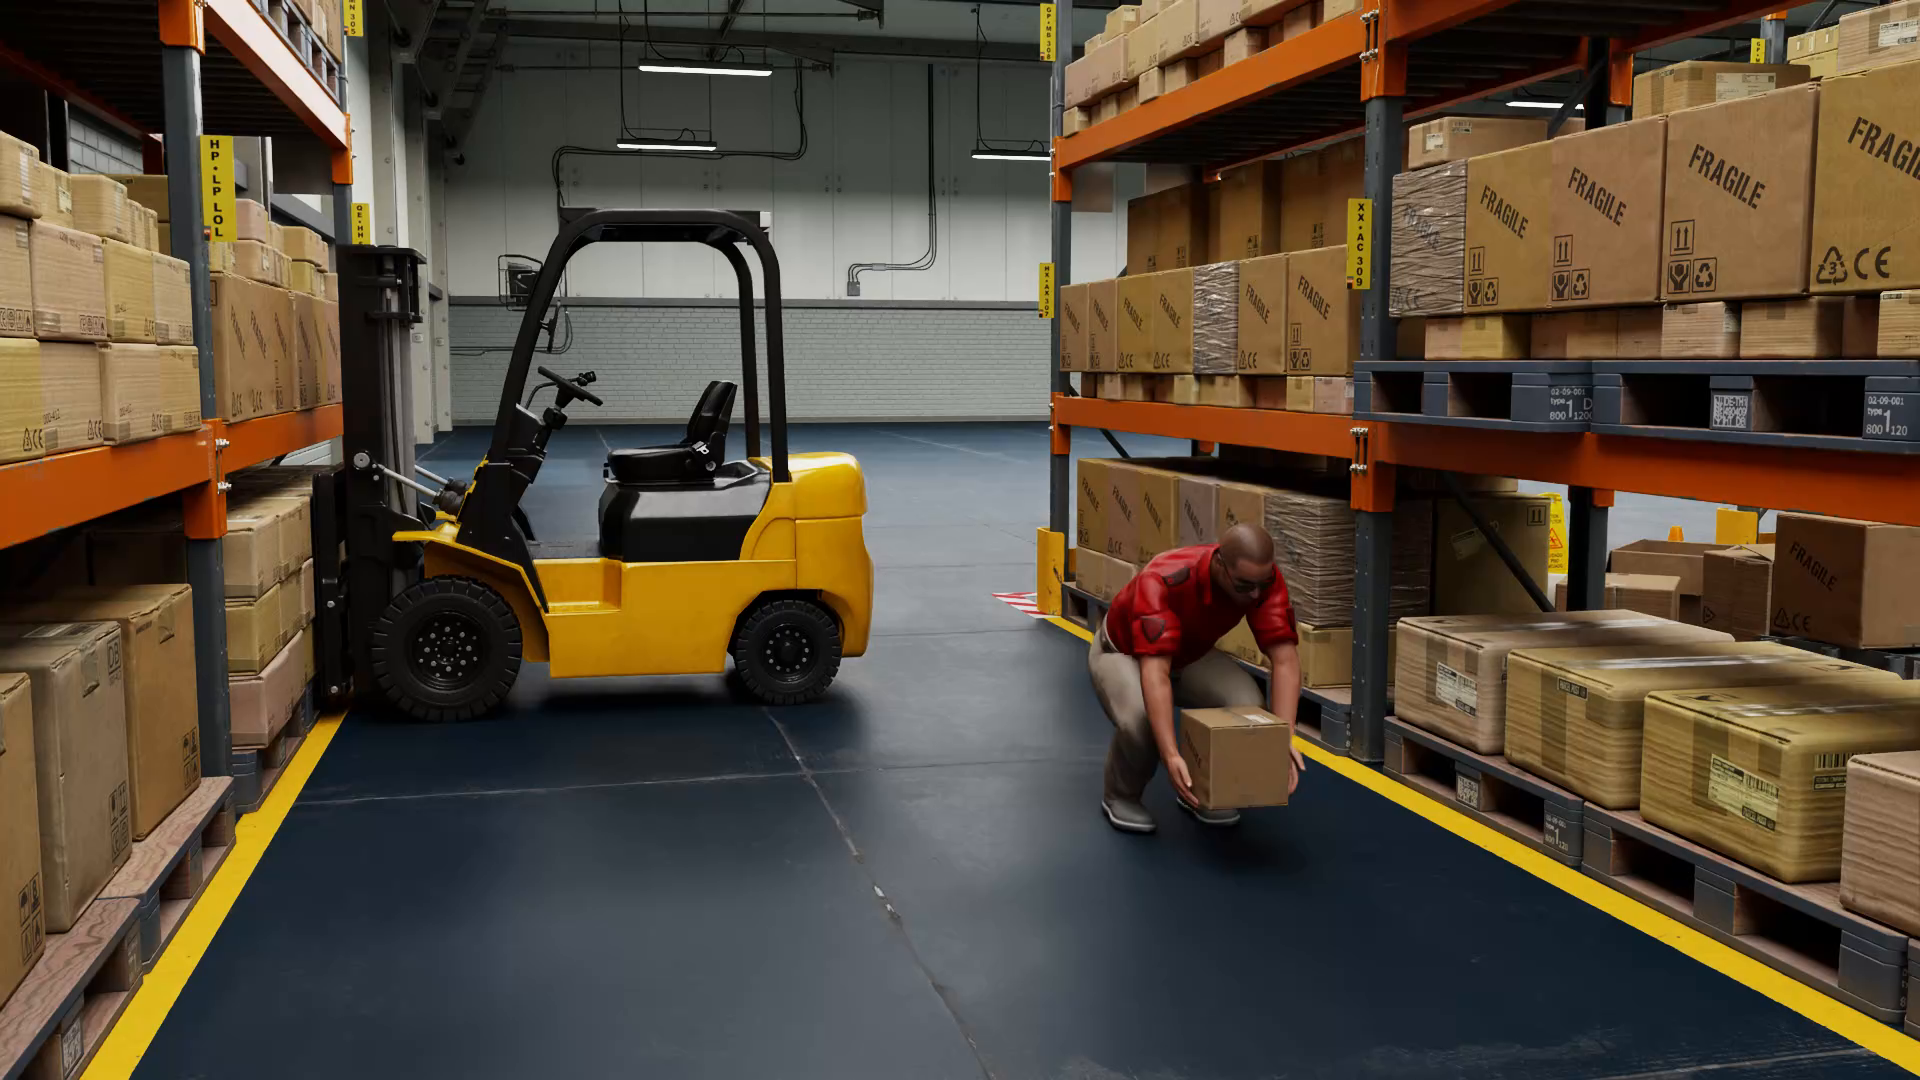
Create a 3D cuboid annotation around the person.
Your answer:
[{"bbox_3d":[0.752,0.434,5.340,0.570,1.016,0.871,-2,6,-15],"label":"person"}]
